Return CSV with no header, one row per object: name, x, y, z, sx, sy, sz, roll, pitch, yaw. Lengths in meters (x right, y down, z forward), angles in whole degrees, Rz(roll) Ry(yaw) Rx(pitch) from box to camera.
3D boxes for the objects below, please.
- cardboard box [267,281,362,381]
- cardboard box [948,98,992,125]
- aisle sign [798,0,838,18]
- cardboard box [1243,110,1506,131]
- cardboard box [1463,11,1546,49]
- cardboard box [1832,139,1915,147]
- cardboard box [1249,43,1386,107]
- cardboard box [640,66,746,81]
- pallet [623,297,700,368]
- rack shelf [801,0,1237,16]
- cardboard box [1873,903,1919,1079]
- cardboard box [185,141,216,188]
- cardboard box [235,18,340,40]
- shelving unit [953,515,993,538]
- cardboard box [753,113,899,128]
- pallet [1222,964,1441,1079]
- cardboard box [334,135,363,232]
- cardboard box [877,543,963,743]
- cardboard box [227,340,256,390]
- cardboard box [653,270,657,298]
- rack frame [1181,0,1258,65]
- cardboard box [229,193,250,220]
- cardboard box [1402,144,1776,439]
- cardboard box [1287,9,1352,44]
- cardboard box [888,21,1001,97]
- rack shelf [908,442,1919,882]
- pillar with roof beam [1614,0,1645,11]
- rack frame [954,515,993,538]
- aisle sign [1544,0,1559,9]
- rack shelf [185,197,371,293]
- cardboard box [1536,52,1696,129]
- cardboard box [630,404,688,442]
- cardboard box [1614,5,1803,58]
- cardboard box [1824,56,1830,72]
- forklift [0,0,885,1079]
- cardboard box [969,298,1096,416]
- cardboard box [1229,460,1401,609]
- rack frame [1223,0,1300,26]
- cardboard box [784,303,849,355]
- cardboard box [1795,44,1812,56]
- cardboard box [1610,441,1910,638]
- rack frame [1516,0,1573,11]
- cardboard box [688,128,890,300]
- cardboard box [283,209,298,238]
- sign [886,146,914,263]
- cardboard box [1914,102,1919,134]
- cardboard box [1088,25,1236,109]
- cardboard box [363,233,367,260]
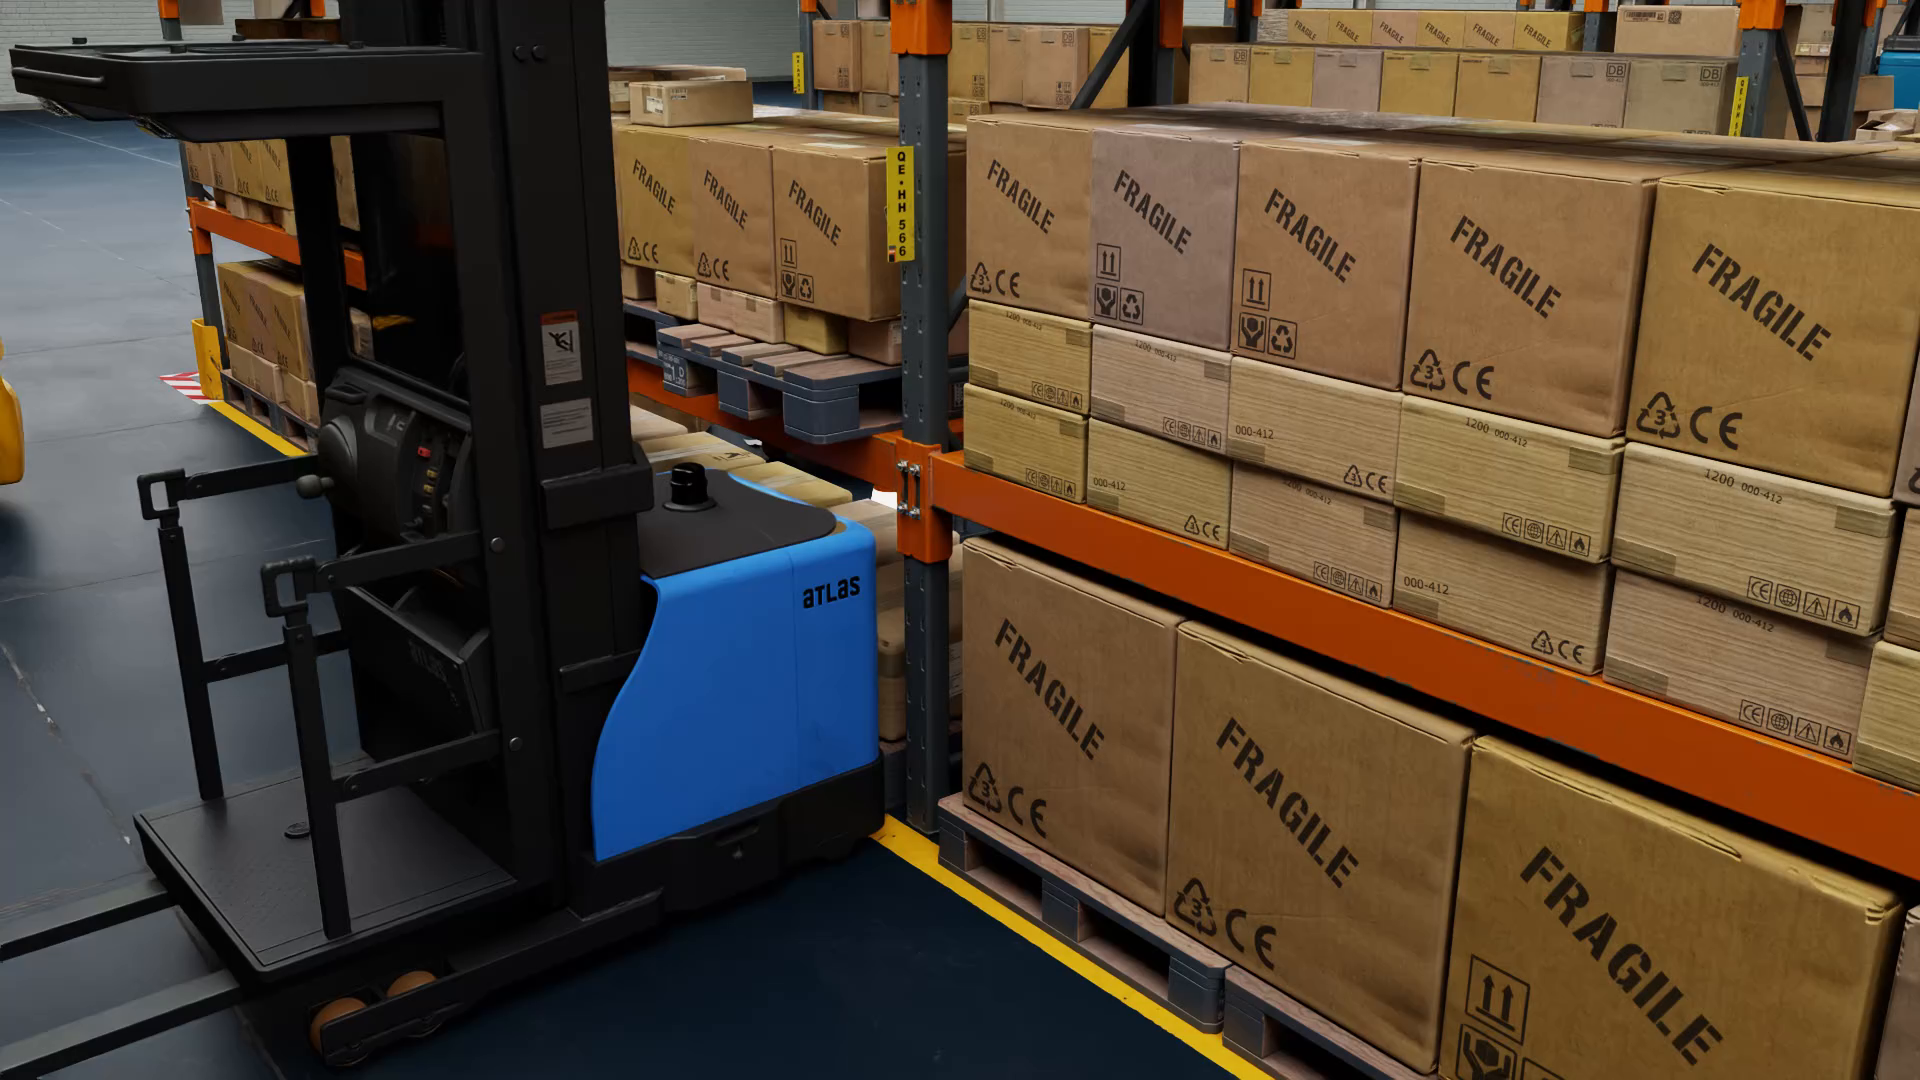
cardboard box,-3.783,-1.273,9.948,0.500,0.500,0.500,-13,23,-35
cardboard box,0.337,-3.098,12.708,0.875,0.550,0.500,-14,23,-36
aisle sign,-1.177,-4.719,13.705,0.394,0.787,0.004,-14,23,-36
cardboard box,1.102,-0.884,4.511,0.500,0.500,0.500,-13,23,-35
cardboard box,4.730,-4.327,14.434,0.500,0.500,0.500,-14,23,-36
cardboard box,4.207,-1.764,7.703,0.380,0.149,0.250,-14,23,-36
cardboard box,2.219,-2.815,10.341,0.700,0.500,0.500,-14,23,-37
cardboard box,-1.142,-1.945,7.132,0.380,0.149,0.250,-15,24,-38
pallet,-1.010,-0.952,6.771,1.003,0.211,1.213,-14,23,-36
rack shelf,0.344,-4.115,12.391,1.077,0.370,4.000,-14,23,-36
cardboard box,2.287,1.094,2.997,0.875,0.875,0.875,-13,22,-34
cardboard box,-4.639,-2.552,10.667,0.500,0.500,0.500,-14,23,-37
cardboard box,-4.227,-3.115,10.774,0.700,0.500,0.500,-15,23,-37
shelving unit,0.005,-0.425,8.215,0.258,0.900,0.210,-14,23,-36
cardboard box,-0.511,-1.364,6.410,0.500,0.500,0.500,-14,23,-35
pallet,1.435,1.270,4.192,1.003,0.211,1.213,-14,23,-36
cardboard box,-3.028,-1.924,8.769,0.500,0.500,0.500,-13,22,-34
cardboard box,-0.092,0.344,6.065,0.950,0.372,0.625,-16,24,-40
cardboard box,-4.432,-1.176,10.848,0.500,0.250,0.500,-14,23,-37
cardboard box,-0.940,-0.999,6.338,0.380,0.149,0.250,-14,23,-36
rack frame,1.585,-2.540,11.261,1.000,3.000,0.127,-14,23,-36
cardboard box,-4.277,-2.079,10.269,0.380,0.149,0.250,-14,23,-35
cardboard box,1.301,-0.540,3.473,0.500,0.500,0.500,-14,23,-35
cardboard box,3.485,-4.819,15.920,0.500,0.500,0.500,-14,23,-36
cardboard box,-0.043,-3.728,12.894,0.875,0.550,0.550,-14,23,-36
rack shelf,1.493,0.271,3.917,1.077,0.370,4.000,-14,23,-36
pillar with roof beam,8.714,-10.852,26.818,9.100,9.000,0.400,-14,23,-36
rack frame,0.068,-0.400,8.139,0.240,0.900,0.006,-14,23,-36
aisle sign,7.123,-6.745,19.826,0.394,0.787,0.004,-14,23,-36
rack shelf,-3.474,-1.700,9.870,1.077,0.370,4.000,-14,23,-36
cardboard box,3.483,-2.313,8.827,0.700,0.500,0.500,-14,23,-37
cardboard box,-1.905,-0.372,8.227,0.950,0.372,0.625,-14,23,-35
cardboard box,5.920,-3.744,13.276,1.000,1.000,1.000,-14,23,-36
cardboard box,11.734,-6.079,21.791,0.700,0.500,0.500,-14,23,-36
forklift,-1.691,-0.225,4.379,3.031,2.935,1.130,-15,23,-38
cardboard box,0.372,-0.556,4.714,0.500,0.250,0.500,-14,23,-36
cardboard box,1.012,-0.069,4.037,0.500,0.250,0.500,-13,22,-34
rack frame,3.053,-4.469,17.086,1.000,3.000,0.127,-14,23,-36
cardboard box,-0.360,-0.730,5.527,0.380,0.149,0.250,-14,23,-35
cardboard box,11.215,-6.492,22.004,0.380,0.149,0.250,-14,23,-36
cardboard box,1.628,-0.053,3.194,0.500,0.250,0.500,-13,23,-35
rack frame,6.935,-5.435,20.006,1.000,3.000,0.127,-14,23,-36
cardboard box,-0.578,-1.134,5.716,0.500,0.500,0.500,-14,23,-37
cardboard box,-3.628,-1.824,9.500,0.380,0.149,0.250,-14,23,-36
sign,-0.168,-0.967,4.795,0.100,0.325,0.005,-14,23,-36
cardboard box,7.228,-2.988,11.786,0.700,0.500,0.500,-10,21,-28
cardboard box,1.383,-3.221,11.363,0.875,0.550,0.550,-14,23,-36
cardboard box,-2.831,-1.510,8.549,0.380,0.149,0.250,-13,23,-35
